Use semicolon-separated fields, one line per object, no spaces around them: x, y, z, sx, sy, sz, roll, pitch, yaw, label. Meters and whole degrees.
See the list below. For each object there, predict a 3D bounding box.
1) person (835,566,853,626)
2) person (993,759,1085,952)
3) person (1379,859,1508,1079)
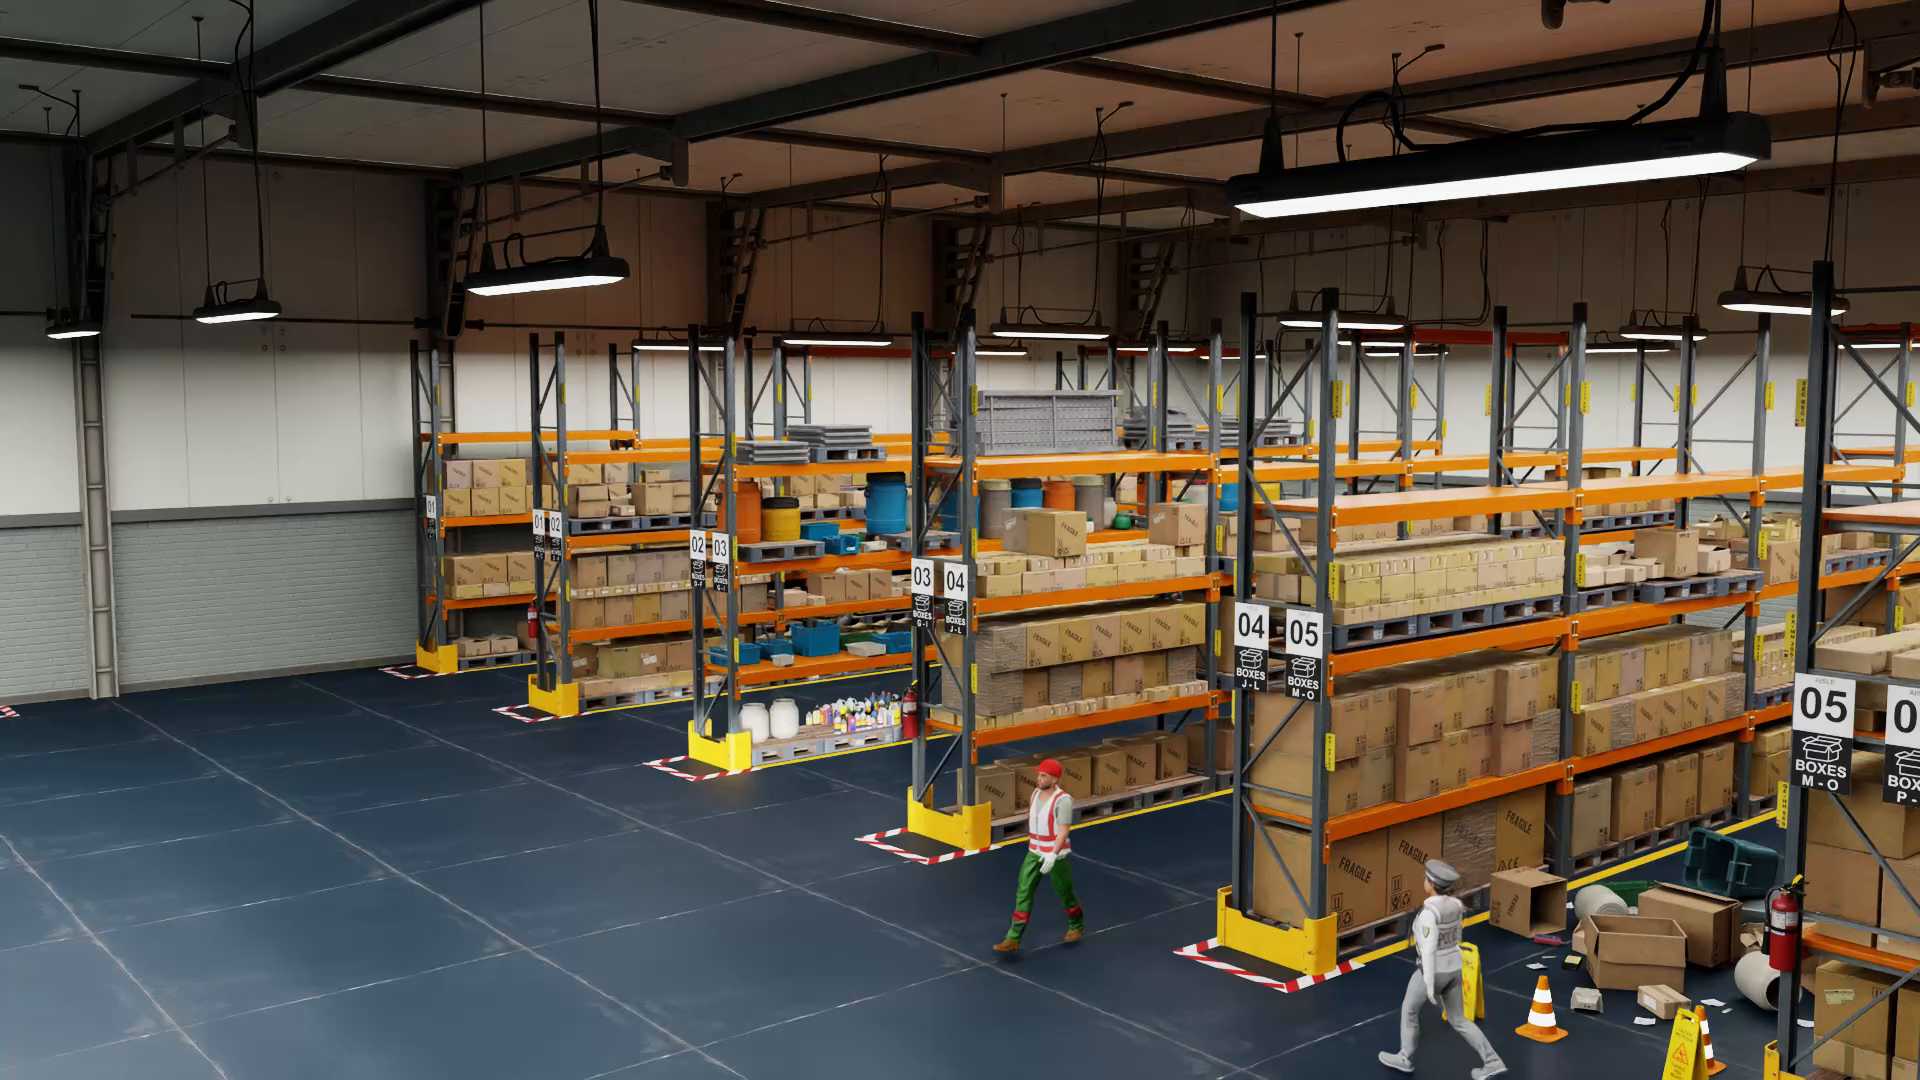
-2.423;1.173;33.620;0.479;1.776;0.567;-1;5;-9;person
0.750;2.870;15.183;1.026;1.735;0.554;-5;7;-44;person
3.574;3.198;12.315;0.486;1.637;0.970;-5;7;-42;person
